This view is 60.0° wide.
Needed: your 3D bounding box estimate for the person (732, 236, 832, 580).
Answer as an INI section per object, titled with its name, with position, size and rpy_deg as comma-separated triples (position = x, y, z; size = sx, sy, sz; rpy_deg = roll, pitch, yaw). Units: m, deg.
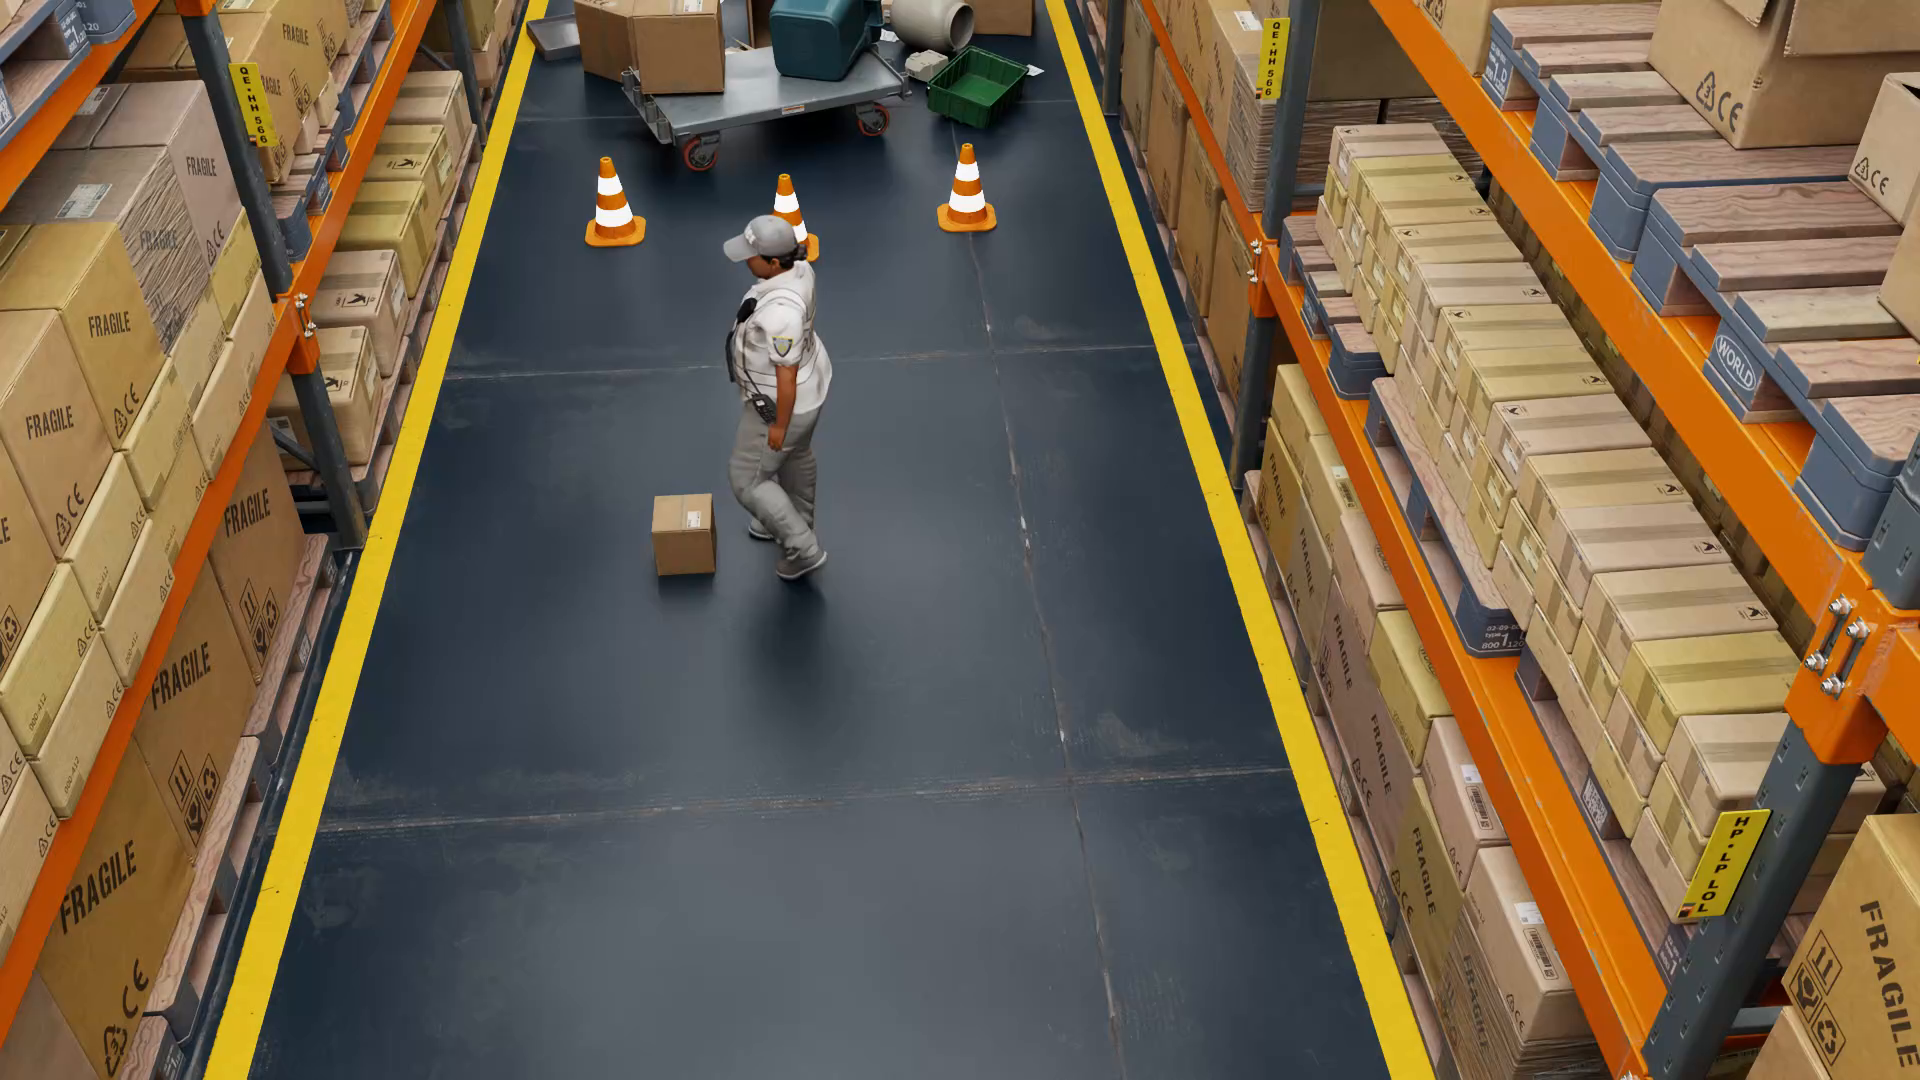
[person]
position = 5.429, -15.427, 21.541
size = 7.763, 5.999, 43.186
rpy_deg = 4, 40, 5
